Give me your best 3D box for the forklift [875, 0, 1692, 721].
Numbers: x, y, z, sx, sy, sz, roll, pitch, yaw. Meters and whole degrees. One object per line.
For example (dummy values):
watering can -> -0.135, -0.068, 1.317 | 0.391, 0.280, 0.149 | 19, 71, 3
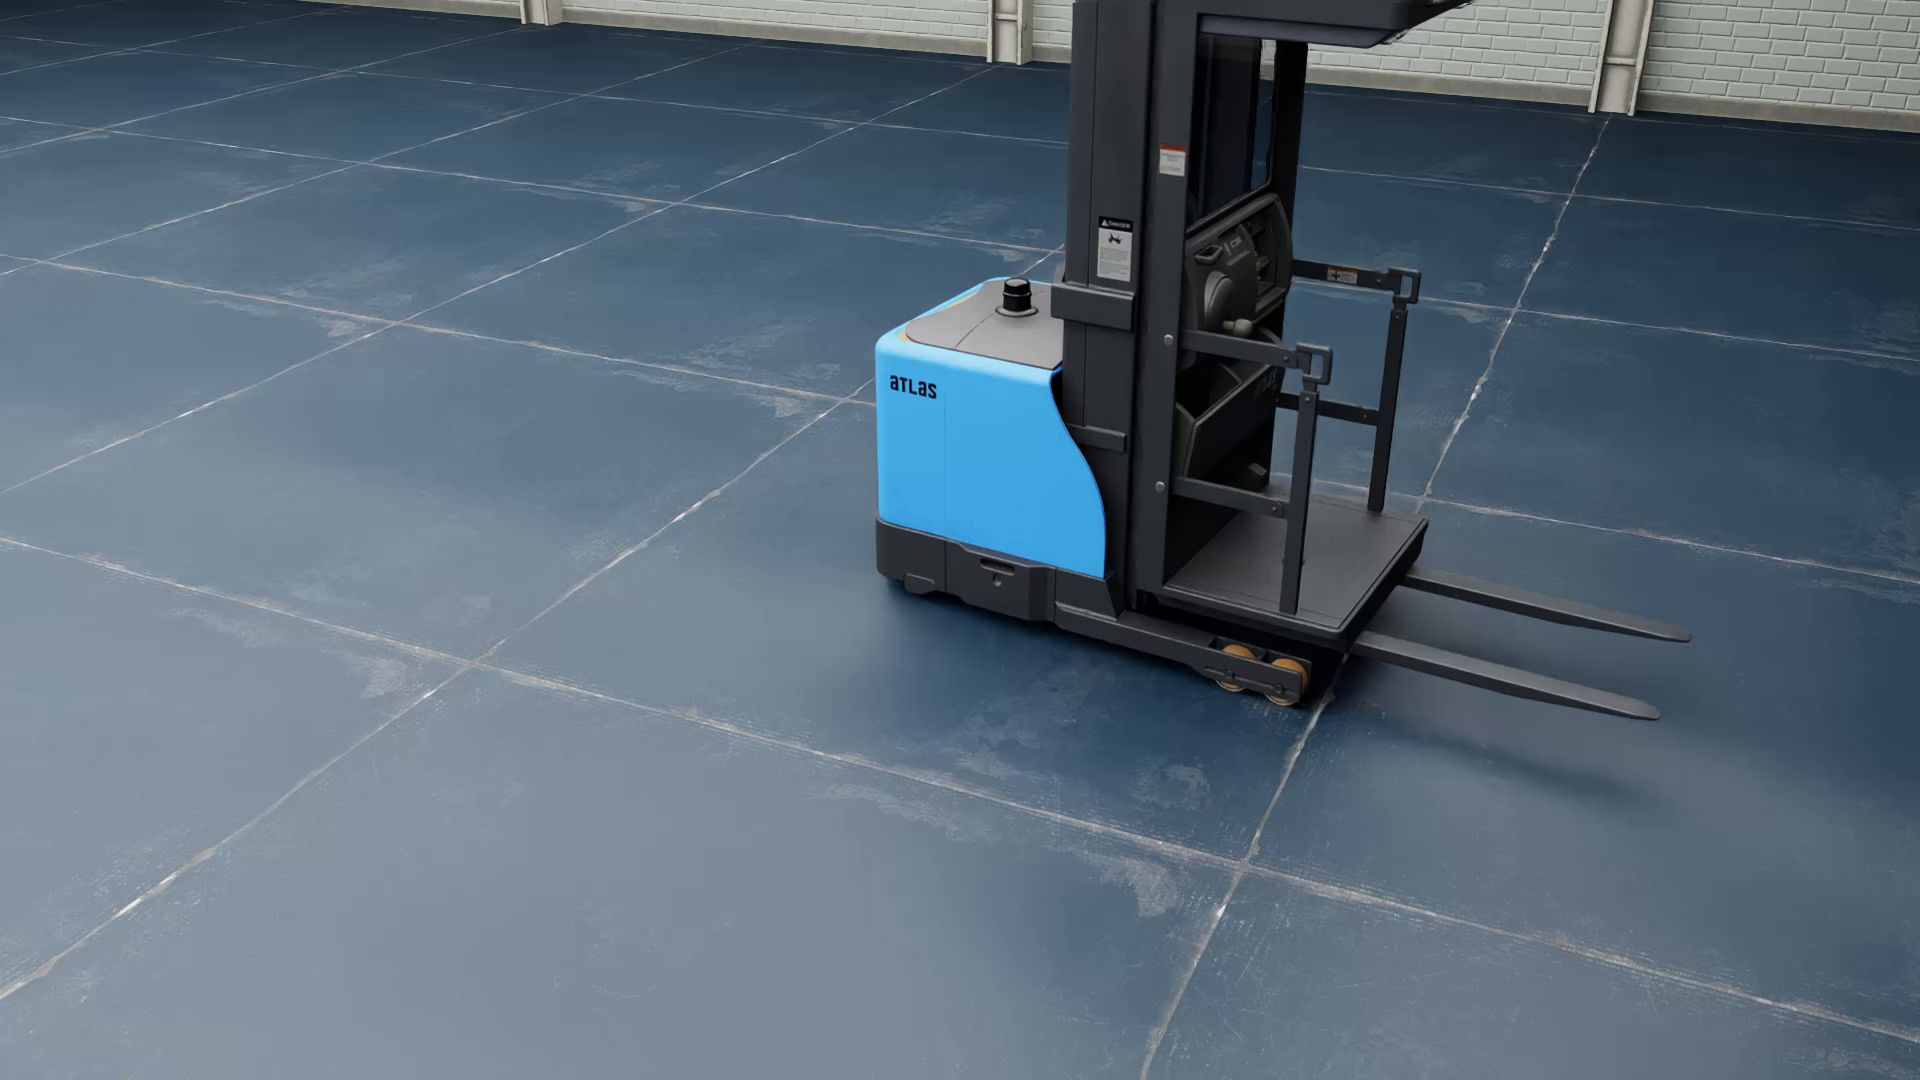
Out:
forklift -> 1.188, -0.983, 5.929 | 3.031, 2.935, 1.130 | 15, 30, 27

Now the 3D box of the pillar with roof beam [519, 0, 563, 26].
pillar with roof beam -> -6.722, -8.439, 14.203 | 0.400, 9.000, 9.100 | 11, 28, 22

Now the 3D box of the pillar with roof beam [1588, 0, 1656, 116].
pillar with roof beam -> 4.202, -6.245, 9.746 | 0.400, 9.000, 9.100 | 11, 28, 22

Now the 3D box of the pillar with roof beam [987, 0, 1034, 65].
pillar with roof beam -> -1.260, -7.342, 11.974 | 0.400, 9.000, 9.100 | 11, 28, 22
